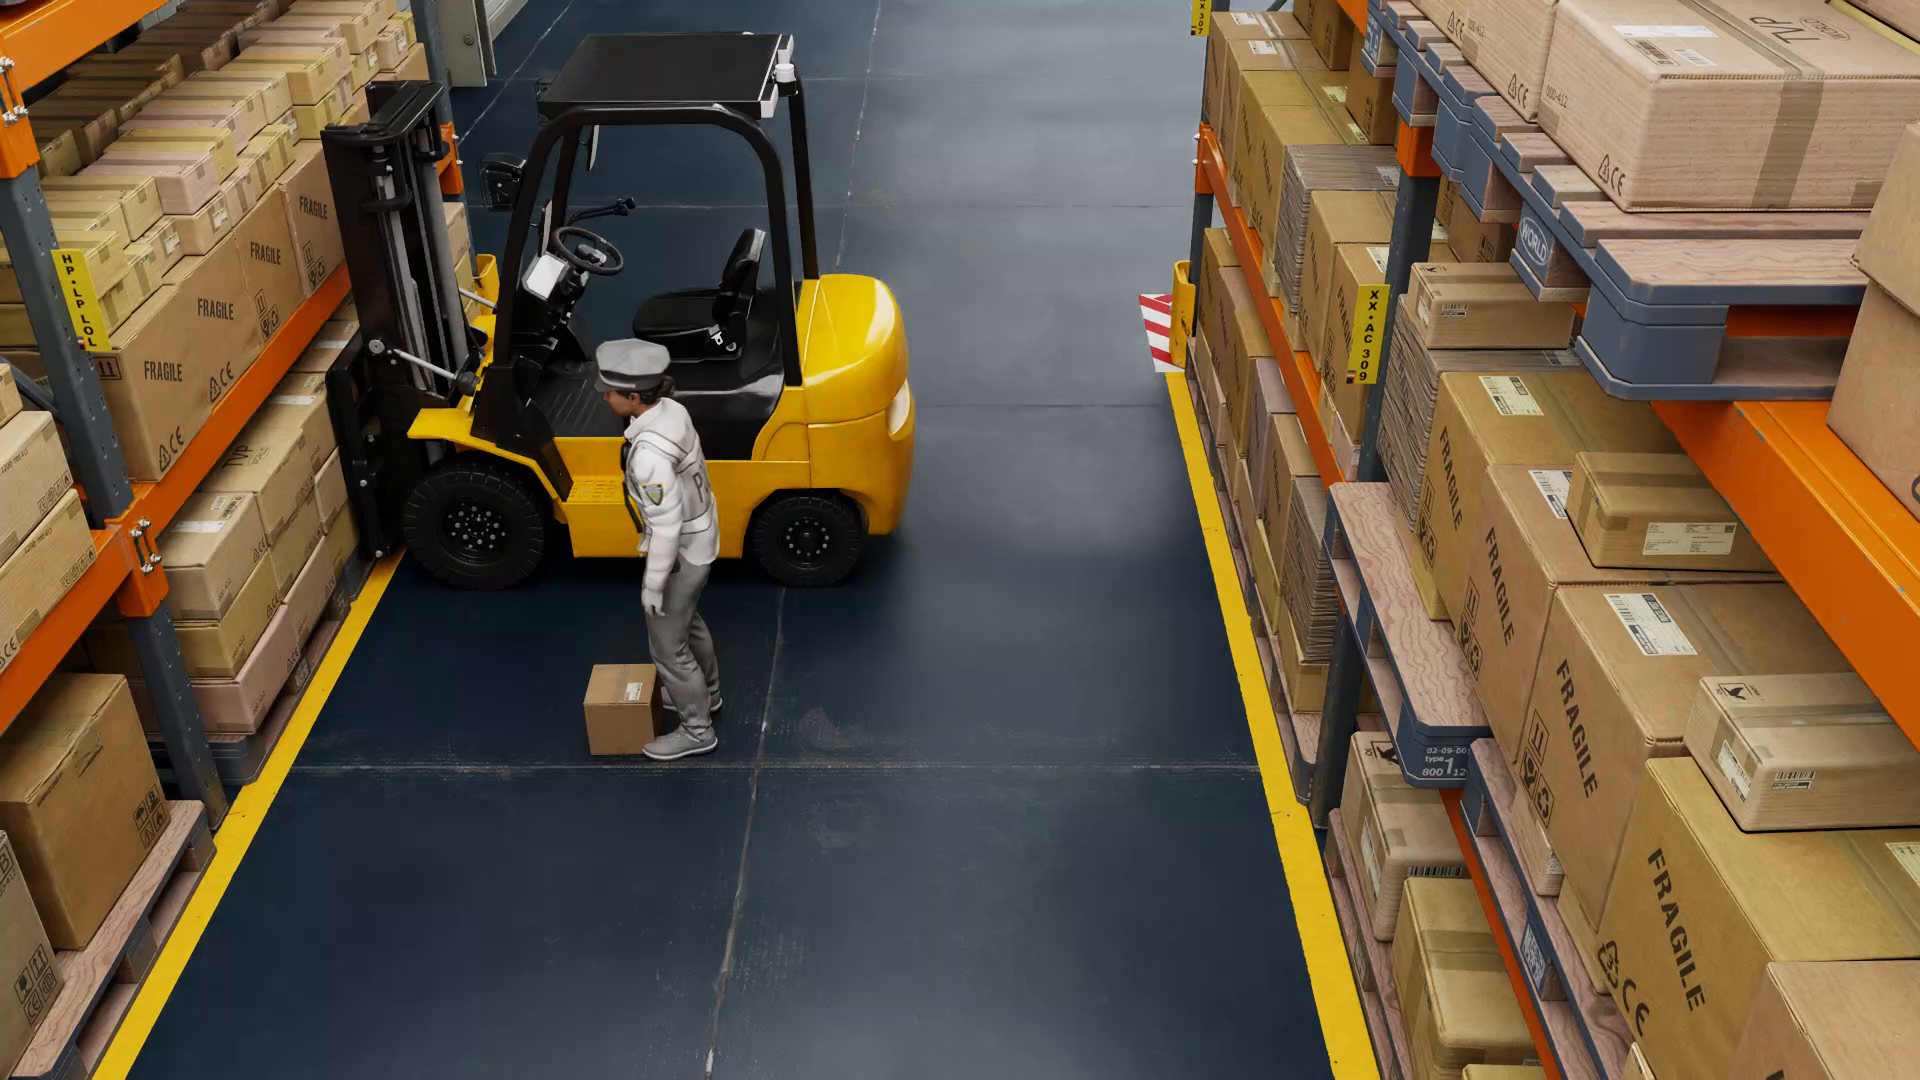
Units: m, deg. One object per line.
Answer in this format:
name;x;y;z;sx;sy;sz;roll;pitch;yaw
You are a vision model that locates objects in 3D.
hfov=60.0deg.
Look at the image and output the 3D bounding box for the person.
person;-1.058;0.051;6.048;0.374;1.664;0.540;-1;32;-2
